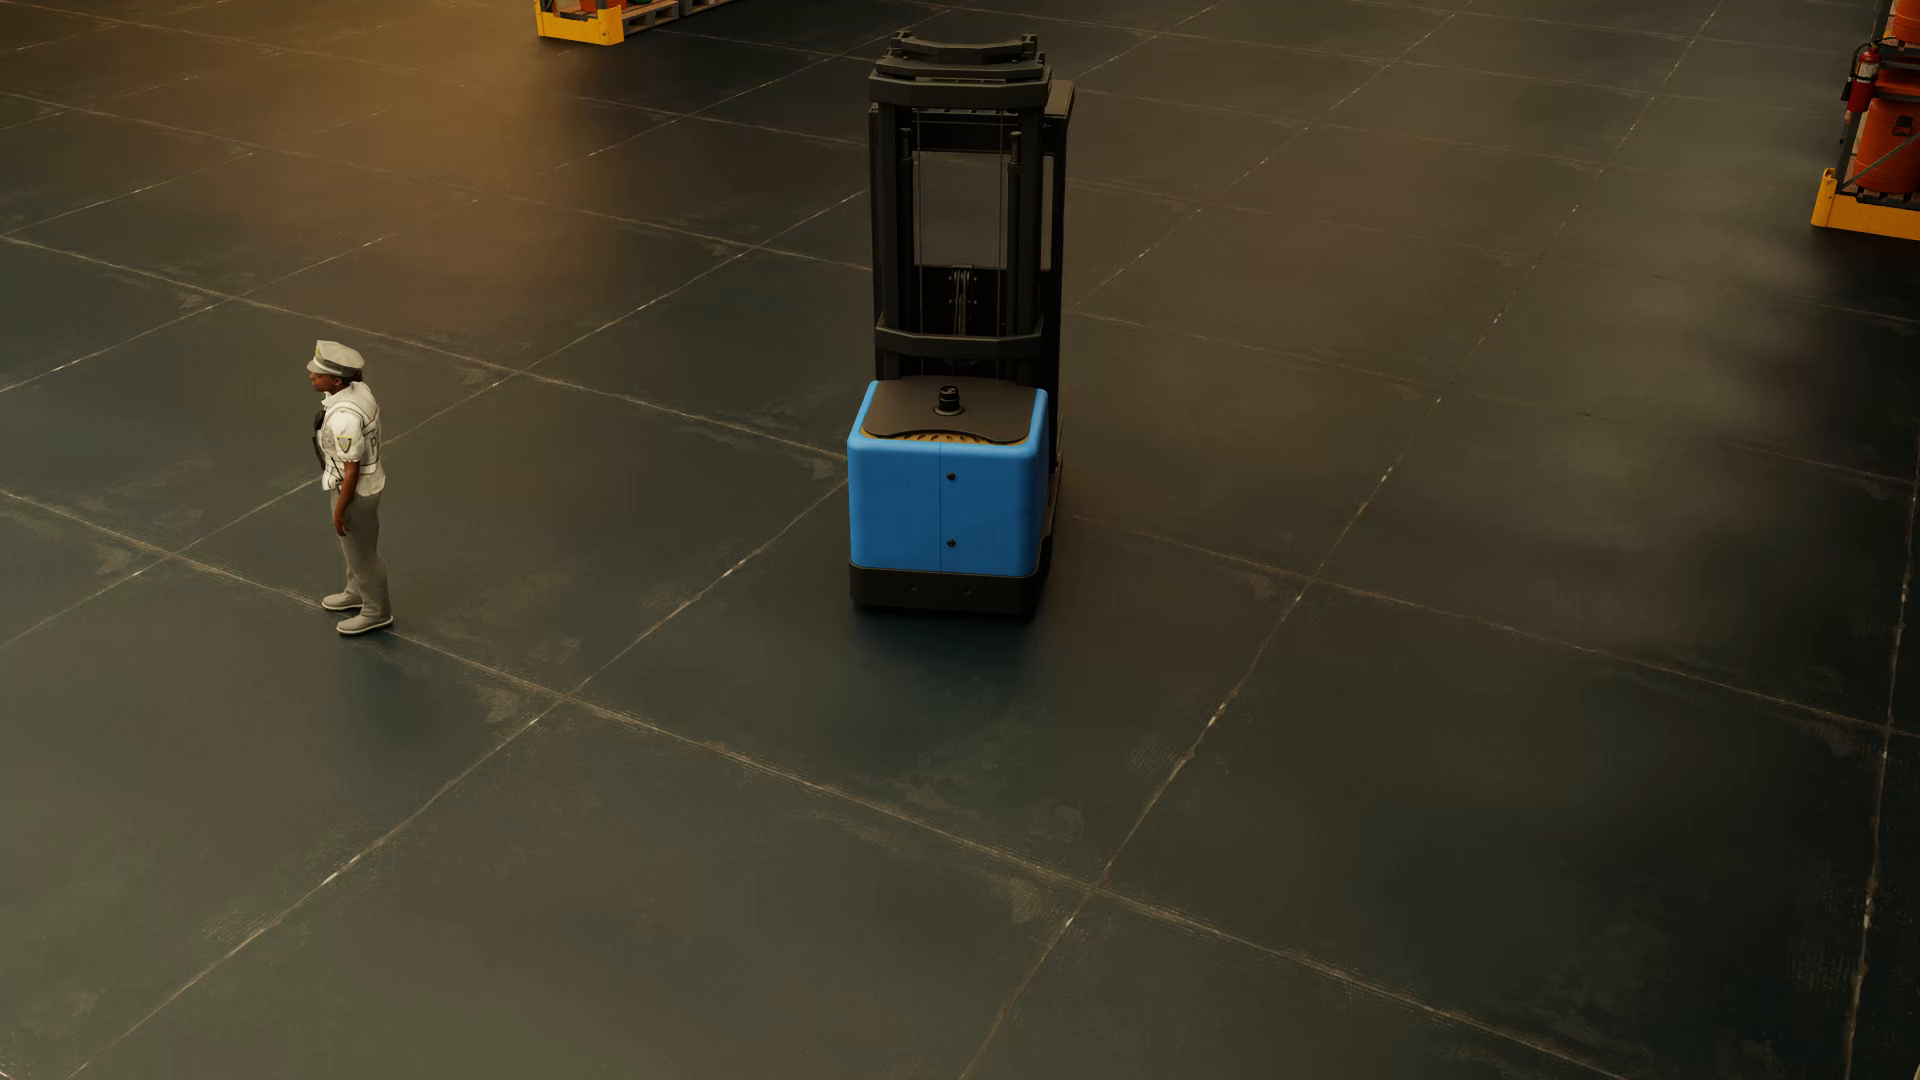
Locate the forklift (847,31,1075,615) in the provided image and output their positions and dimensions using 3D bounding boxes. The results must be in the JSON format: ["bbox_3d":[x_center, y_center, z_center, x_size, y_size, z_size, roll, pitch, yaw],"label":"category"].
[{"bbox_3d":[0.072,-1.572,9.794,1.130,2.935,3.031,3,30,6],"label":"forklift"}]

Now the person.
[{"bbox_3d":[-3.270,-0.274,8.767,0.530,1.695,0.570,-6,31,-10],"label":"person"}]
